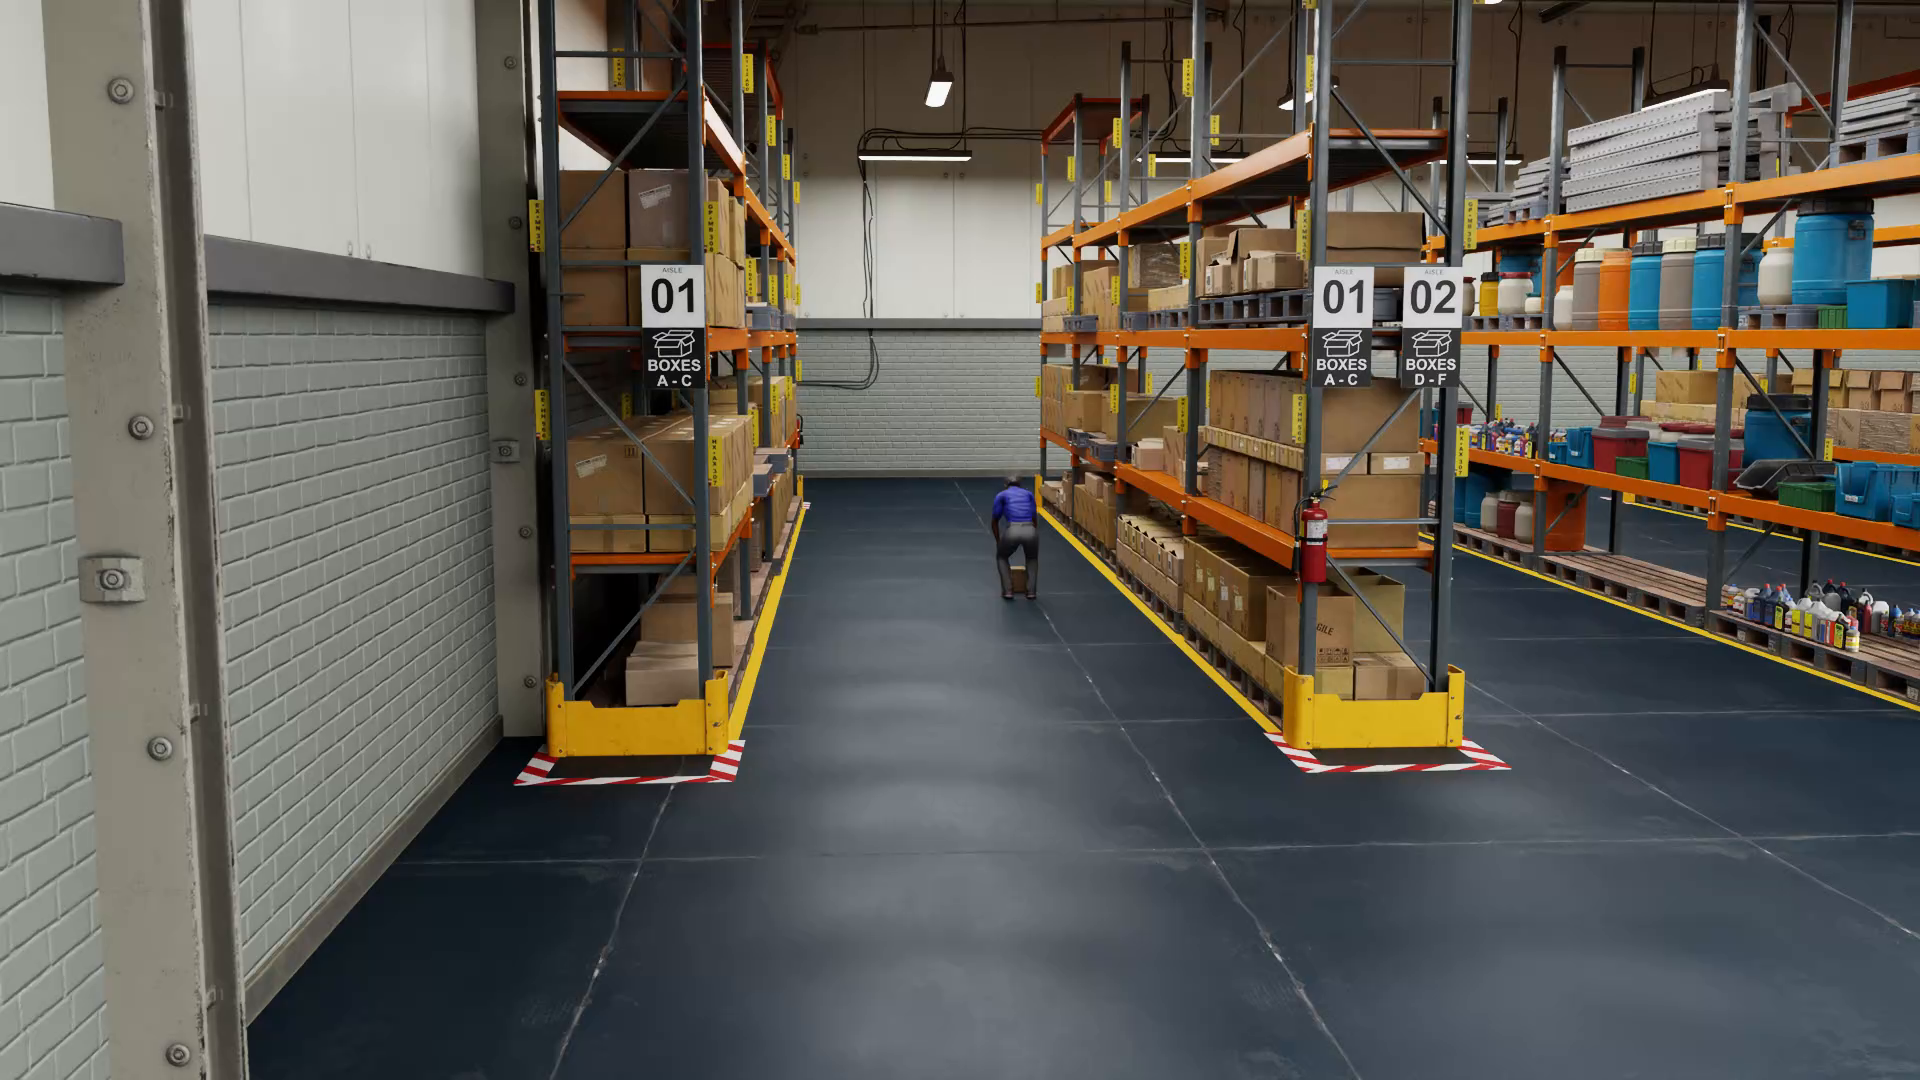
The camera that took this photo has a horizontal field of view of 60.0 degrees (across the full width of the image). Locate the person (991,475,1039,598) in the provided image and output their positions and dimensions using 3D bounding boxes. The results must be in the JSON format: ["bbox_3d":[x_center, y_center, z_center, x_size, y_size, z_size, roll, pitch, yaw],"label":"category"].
[{"bbox_3d":[0.584,-0.026,17.593,0.497,1.277,0.684,0,7,-4],"label":"person"}]
